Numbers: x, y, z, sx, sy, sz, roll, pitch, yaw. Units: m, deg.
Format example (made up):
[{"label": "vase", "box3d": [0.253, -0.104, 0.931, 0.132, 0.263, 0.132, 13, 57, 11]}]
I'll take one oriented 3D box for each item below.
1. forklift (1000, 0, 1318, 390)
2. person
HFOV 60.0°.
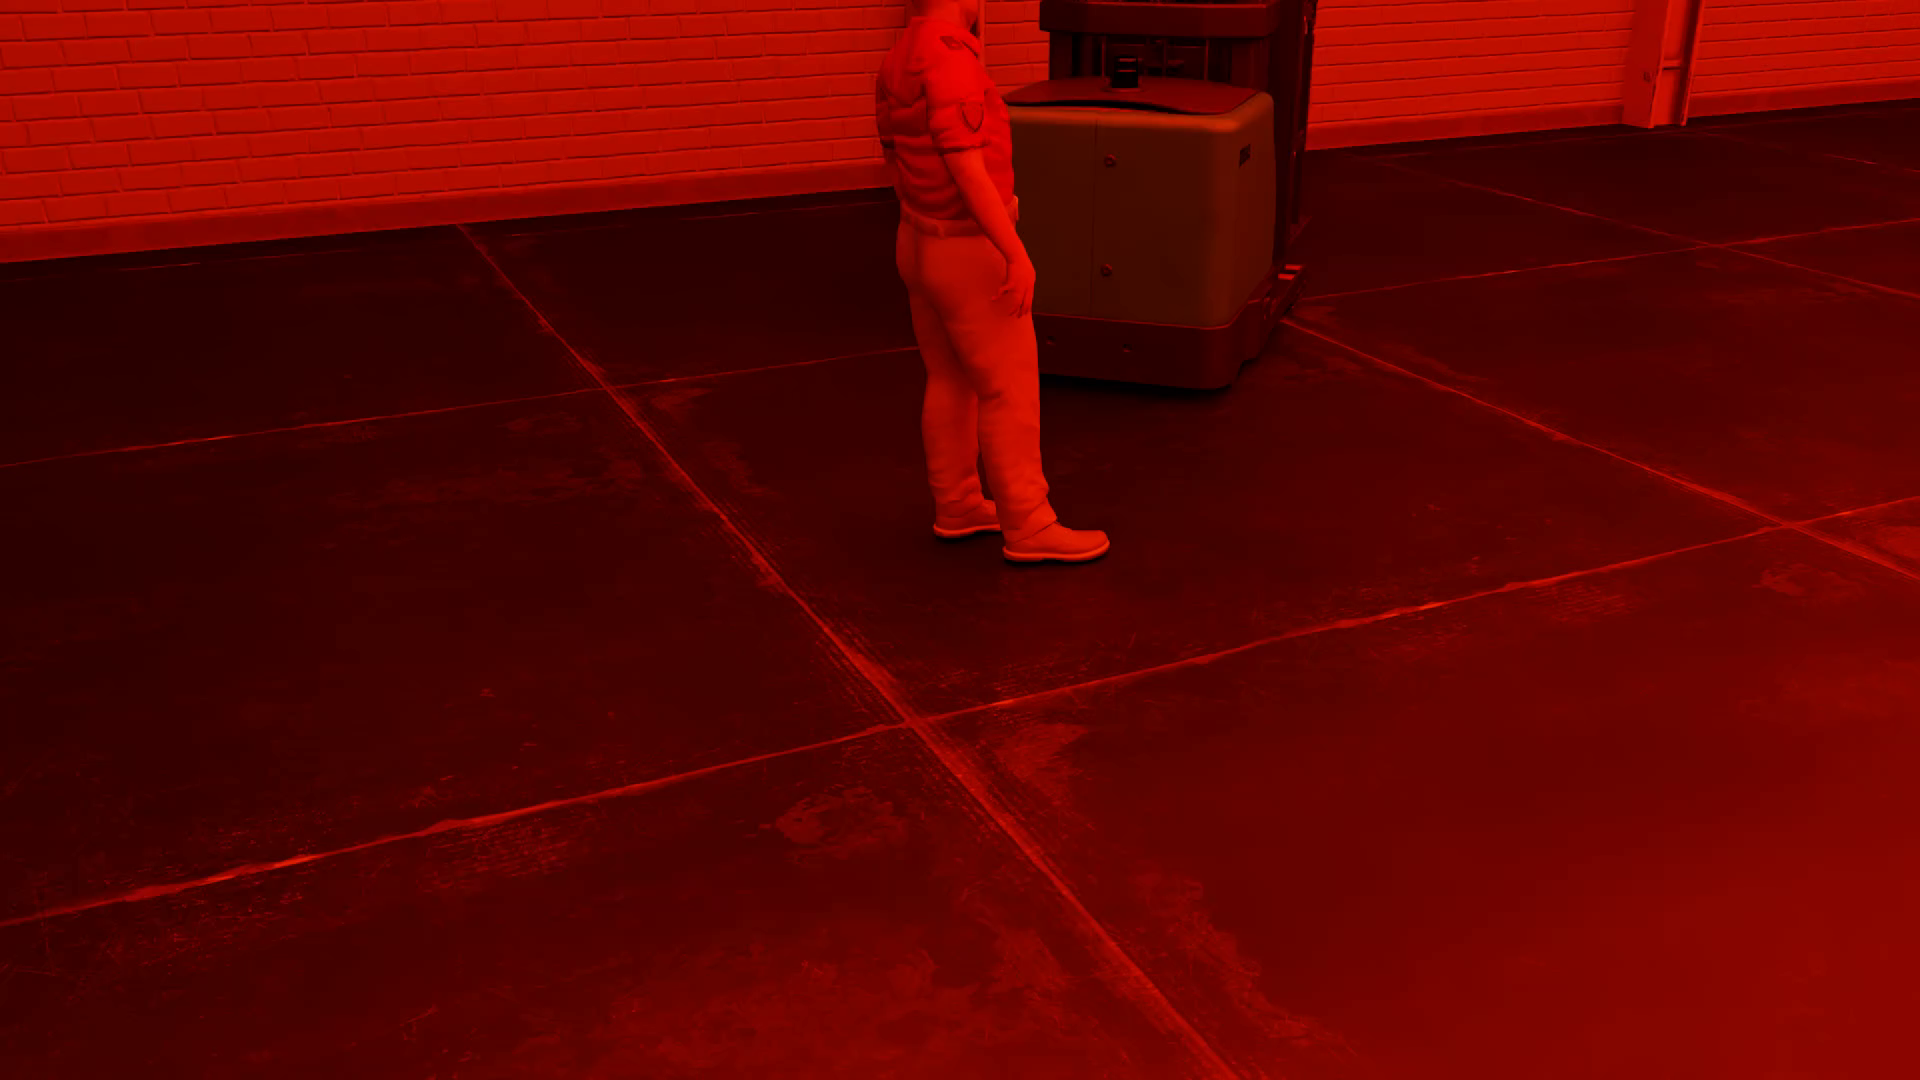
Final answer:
[{"label": "forklift", "box3d": [1.000, -2.459, 7.204, 1.130, 2.935, 3.031, 8, 24, 18]}, {"label": "person", "box3d": [0.086, -0.815, 4.797, 0.551, 1.727, 0.640, -10, 25, -23]}]
